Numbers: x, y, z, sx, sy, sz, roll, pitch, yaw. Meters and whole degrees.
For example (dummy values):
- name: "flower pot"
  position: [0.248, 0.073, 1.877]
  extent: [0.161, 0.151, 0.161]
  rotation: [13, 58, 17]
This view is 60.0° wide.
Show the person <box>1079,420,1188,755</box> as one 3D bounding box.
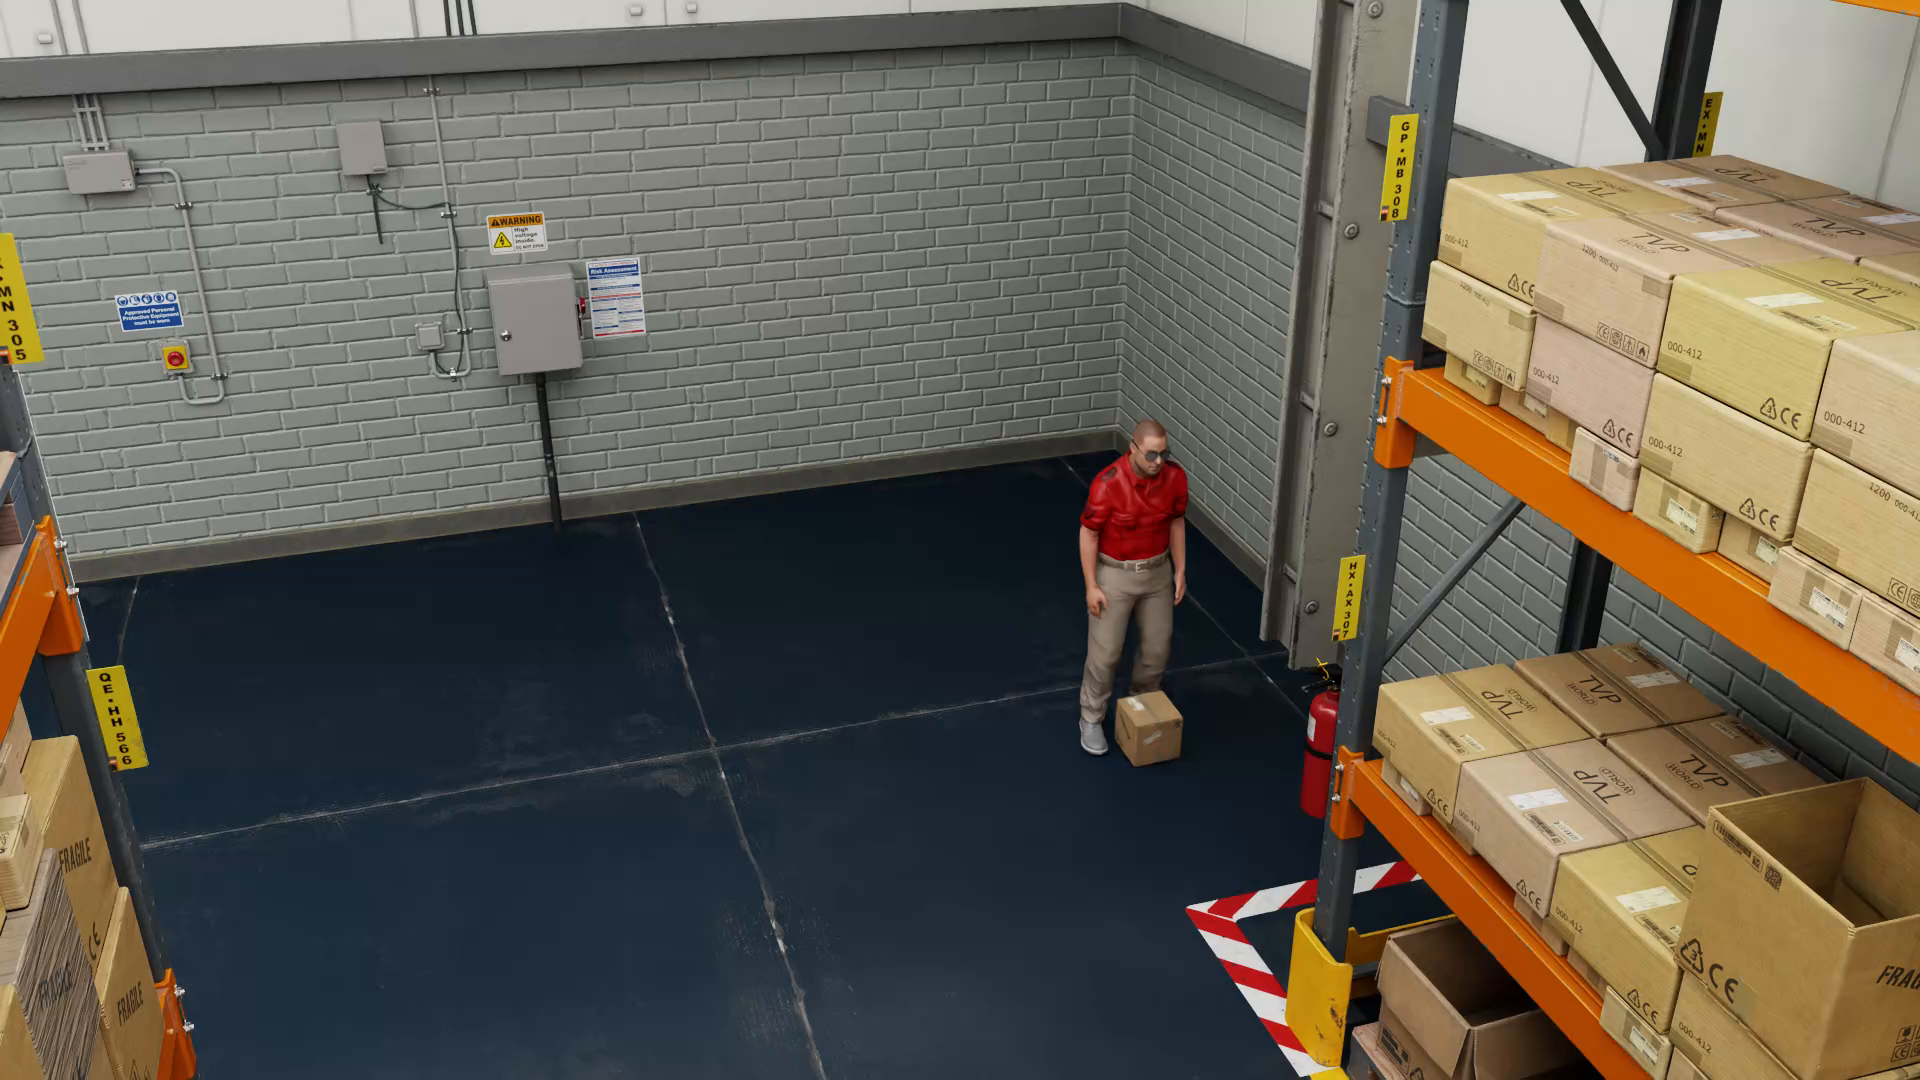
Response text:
- name: "person"
  position: [0.859, 0.203, 8.214]
  extent: [0.574, 1.727, 0.387]
  rotation: [-9, 28, -18]
